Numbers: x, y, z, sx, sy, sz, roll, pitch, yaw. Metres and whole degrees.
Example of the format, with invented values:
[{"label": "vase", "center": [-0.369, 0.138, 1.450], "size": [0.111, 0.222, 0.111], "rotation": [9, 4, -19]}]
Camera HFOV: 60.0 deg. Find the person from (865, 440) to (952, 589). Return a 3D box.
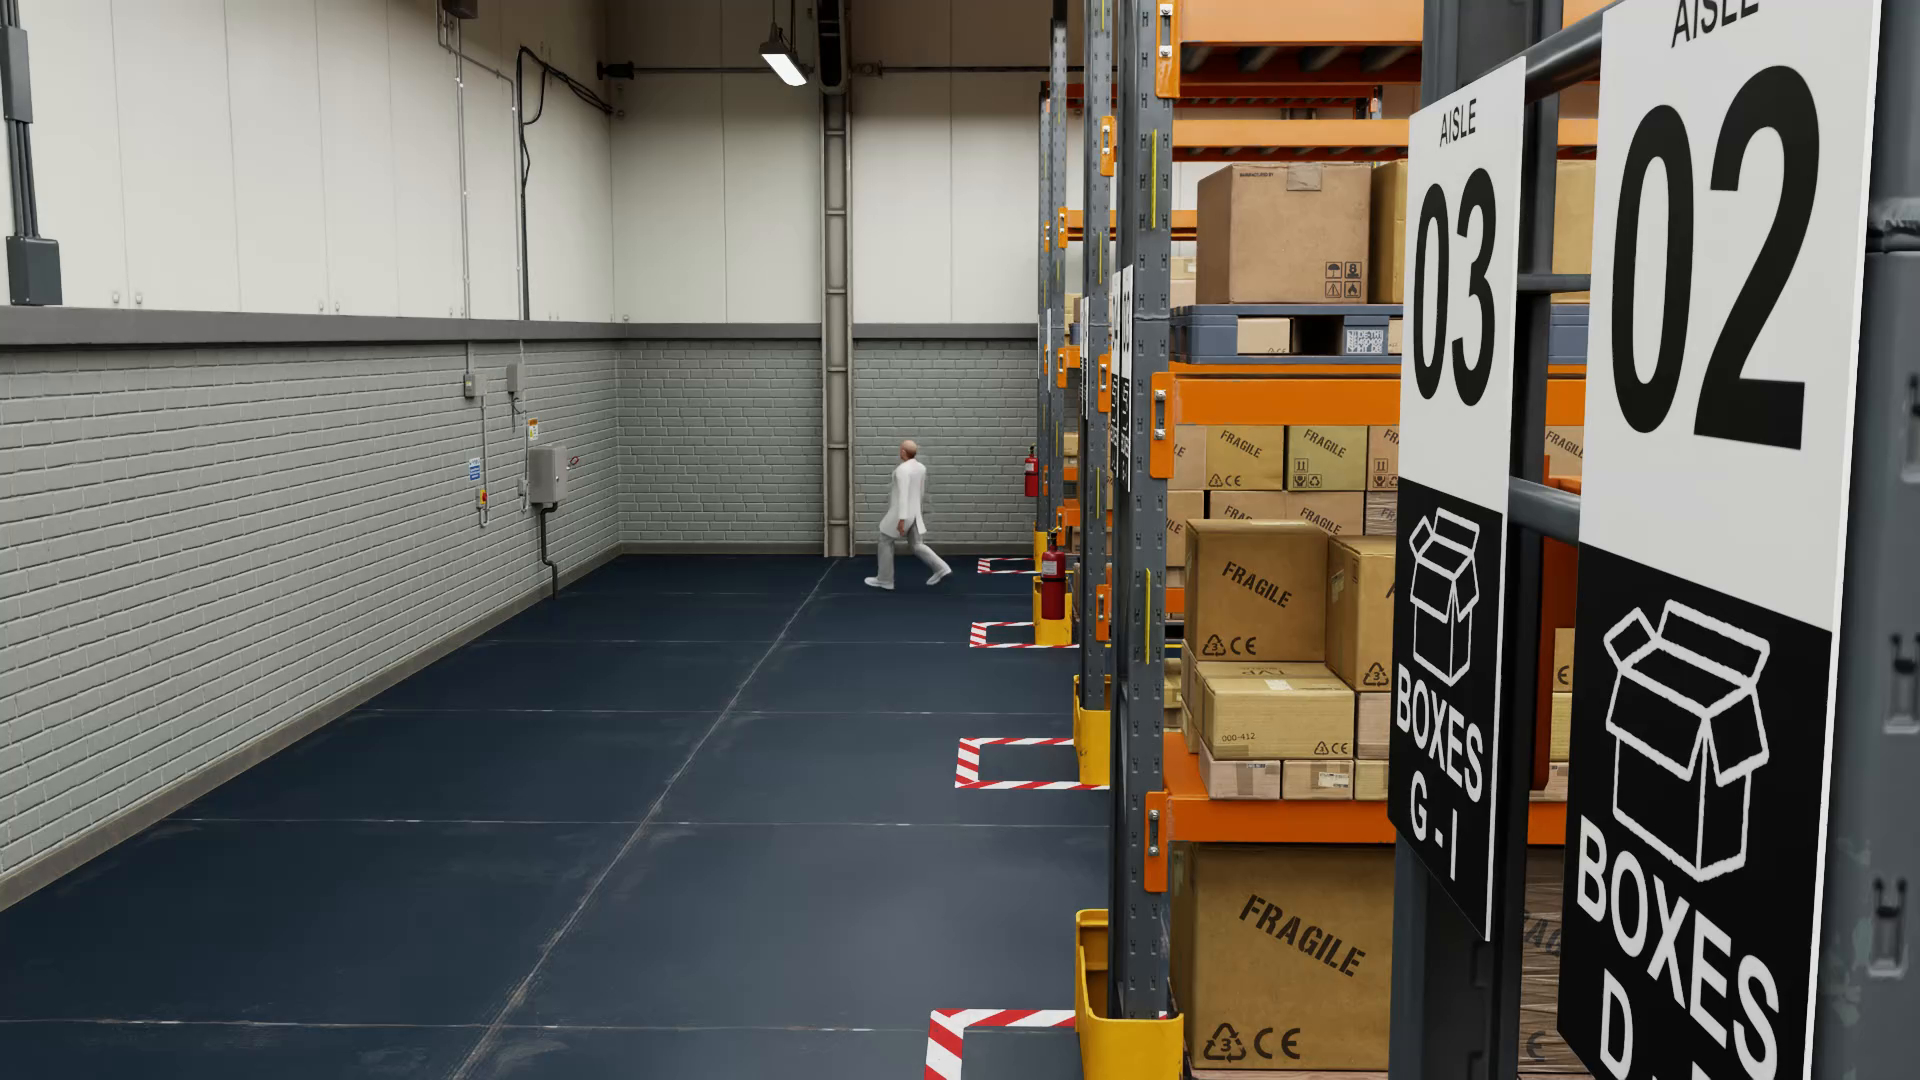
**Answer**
[{"label": "person", "center": [-0.594, -0.288, 19.145], "size": [1.072, 1.730, 0.613], "rotation": [5, 9, 34]}]
